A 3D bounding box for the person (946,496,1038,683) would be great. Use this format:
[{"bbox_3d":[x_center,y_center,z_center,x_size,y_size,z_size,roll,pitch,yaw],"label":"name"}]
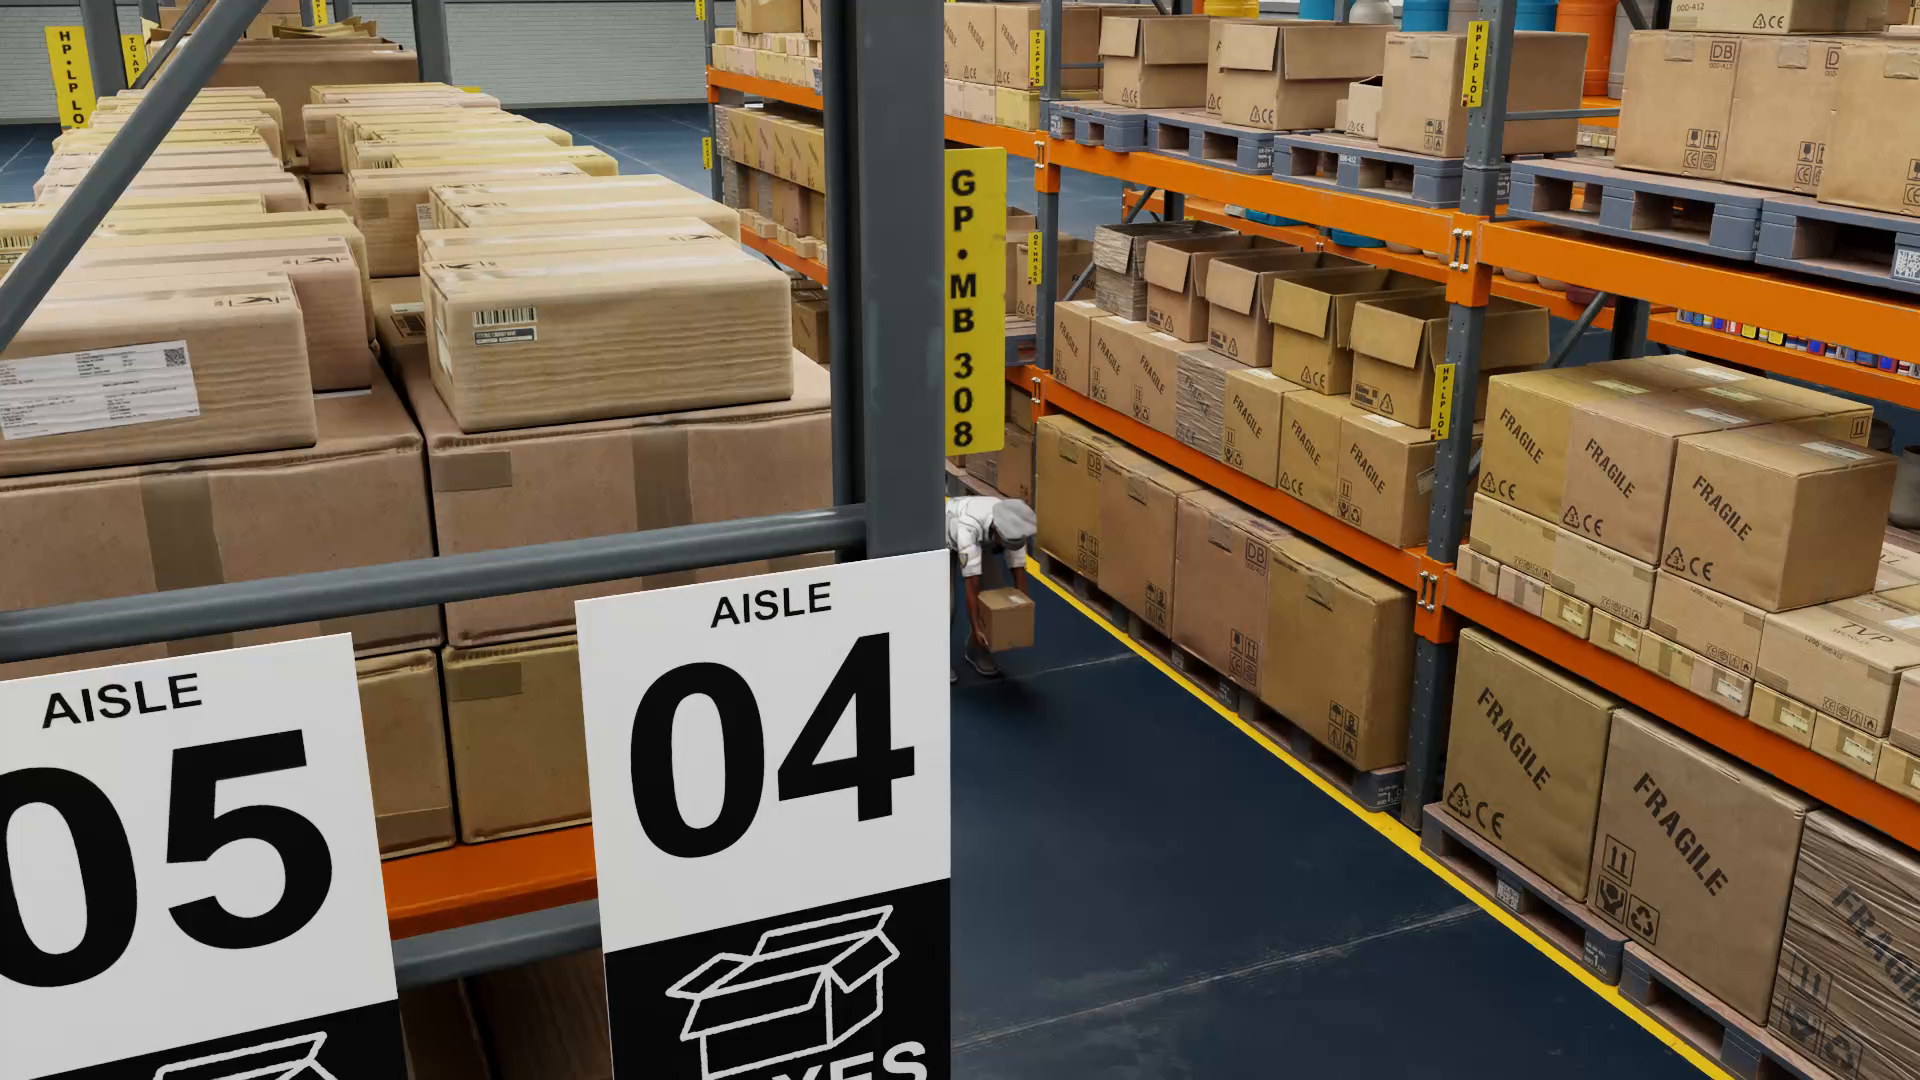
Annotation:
[{"bbox_3d":[0.098,0.259,9.095,0.447,1.158,0.924,-9,21,-24],"label":"person"}]
